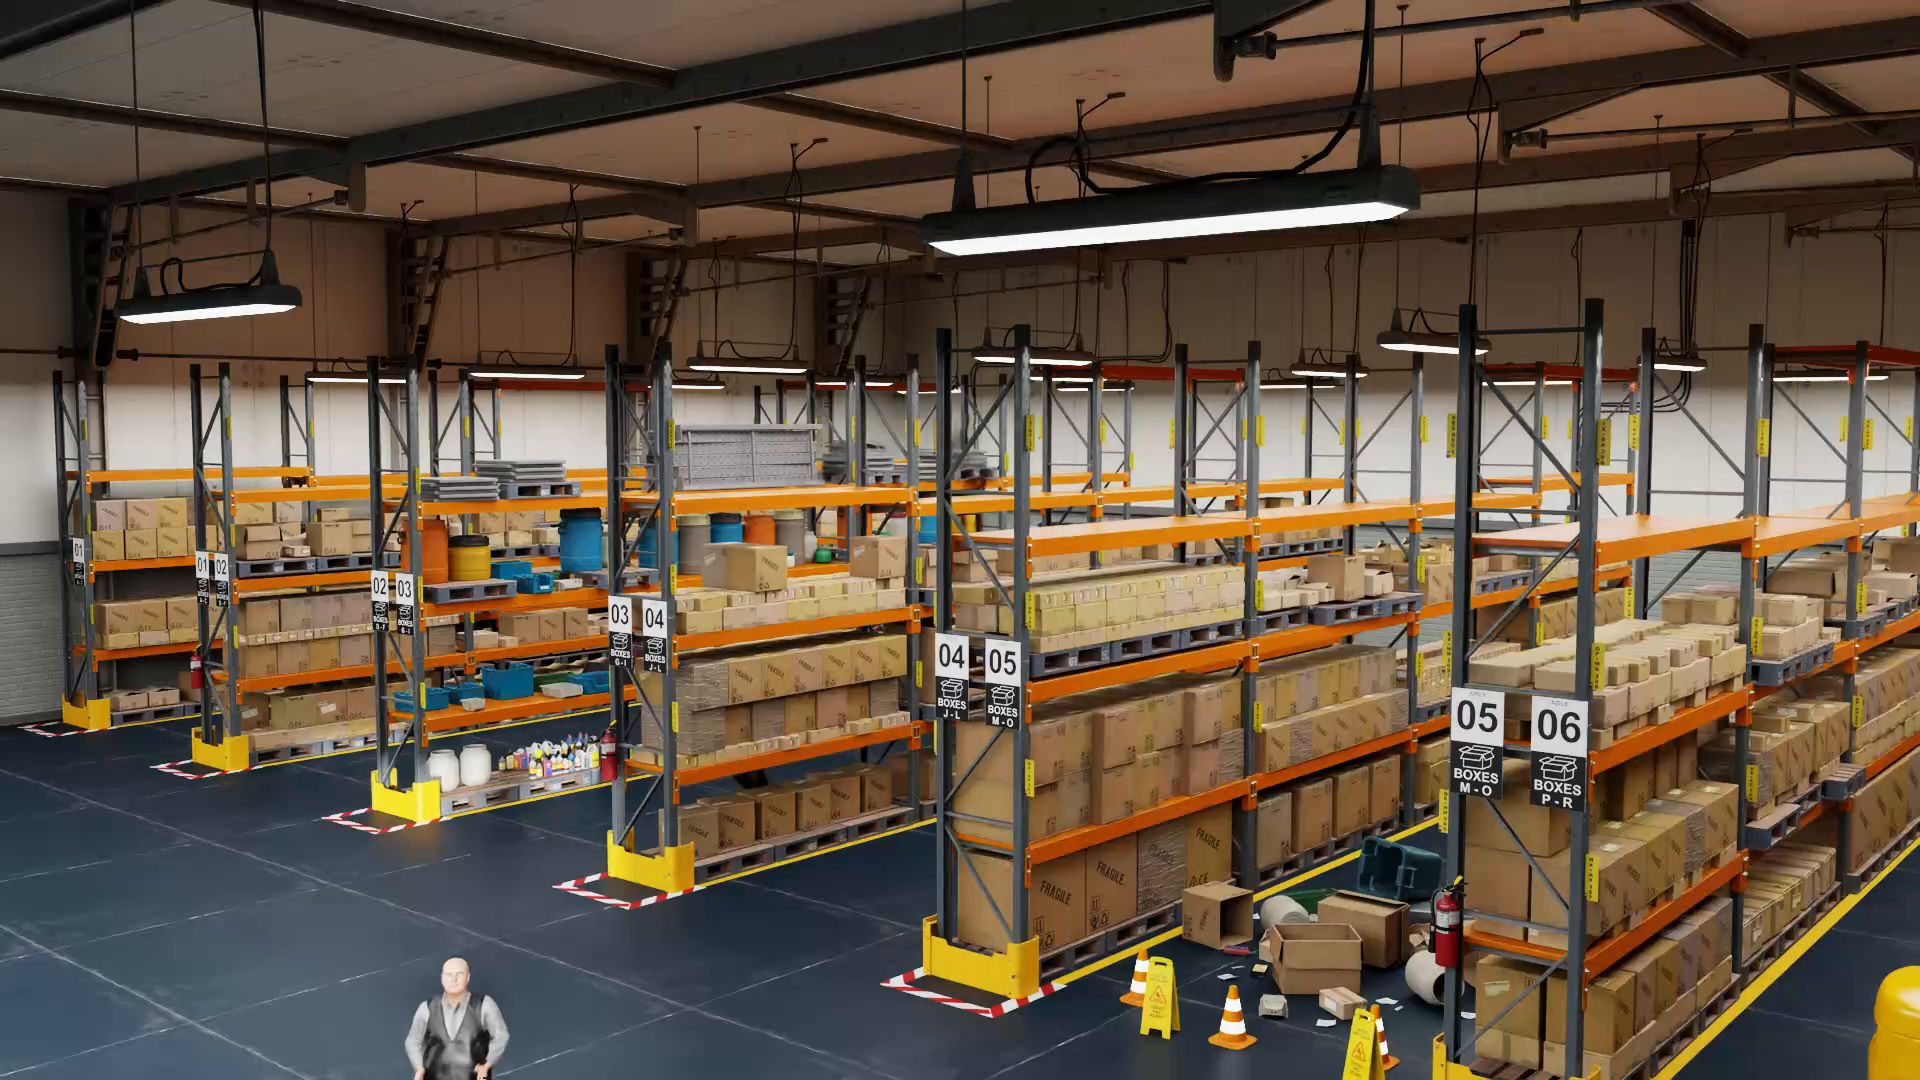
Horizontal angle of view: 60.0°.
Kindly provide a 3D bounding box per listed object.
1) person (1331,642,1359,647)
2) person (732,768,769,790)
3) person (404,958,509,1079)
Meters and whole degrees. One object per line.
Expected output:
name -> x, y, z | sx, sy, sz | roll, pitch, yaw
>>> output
person -> 6.310, 2.310, 27.269 | 0.635, 1.809, 0.682 | 3, 5, 33
person -> -2.753, 2.696, 21.936 | 0.691, 1.740, 0.692 | 3, 5, 37
person -> -3.276, 3.547, 10.828 | 0.659, 1.671, 0.614 | -1, 4, -11
